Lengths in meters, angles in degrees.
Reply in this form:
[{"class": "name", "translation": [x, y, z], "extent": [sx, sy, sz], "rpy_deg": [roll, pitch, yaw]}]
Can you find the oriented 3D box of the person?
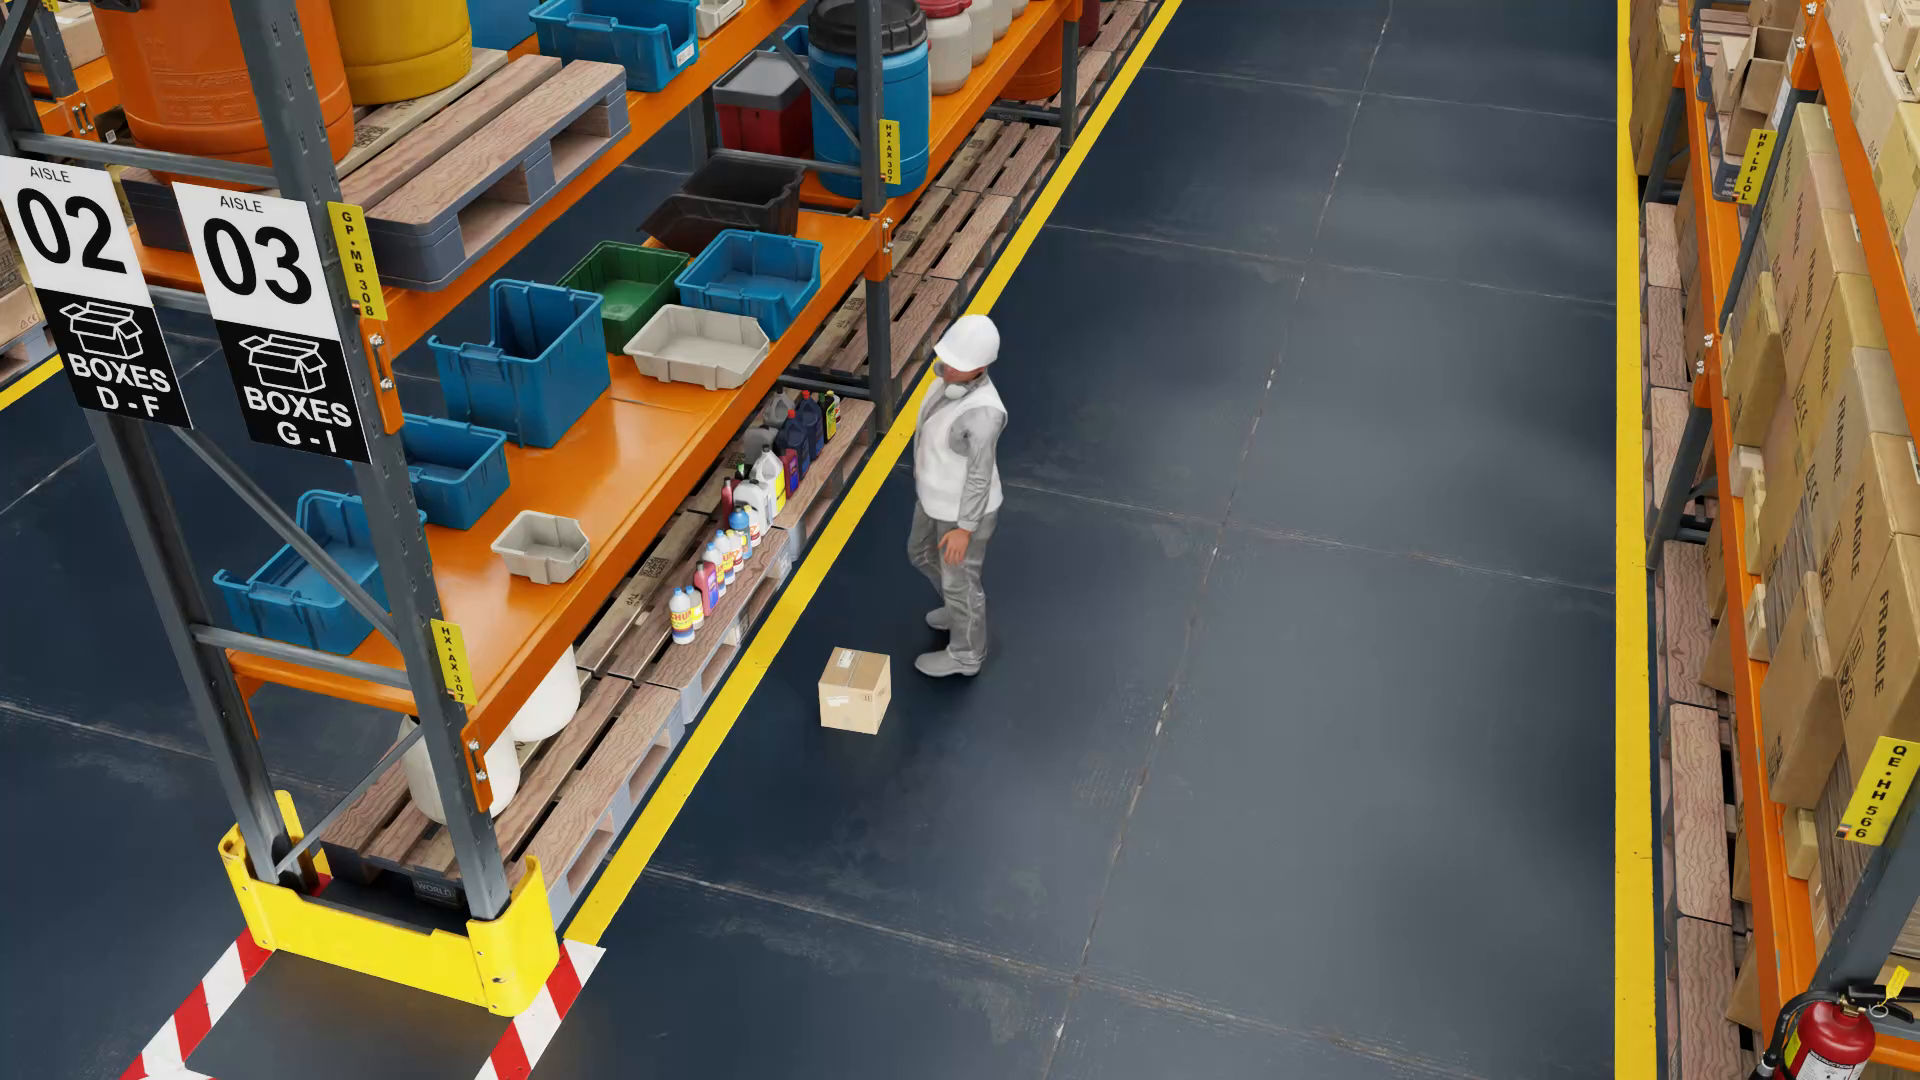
[{"class": "person", "translation": [-0.029, -0.181, 7.097], "extent": [0.388, 1.773, 0.584], "rpy_deg": [-8, 38, -11]}]
